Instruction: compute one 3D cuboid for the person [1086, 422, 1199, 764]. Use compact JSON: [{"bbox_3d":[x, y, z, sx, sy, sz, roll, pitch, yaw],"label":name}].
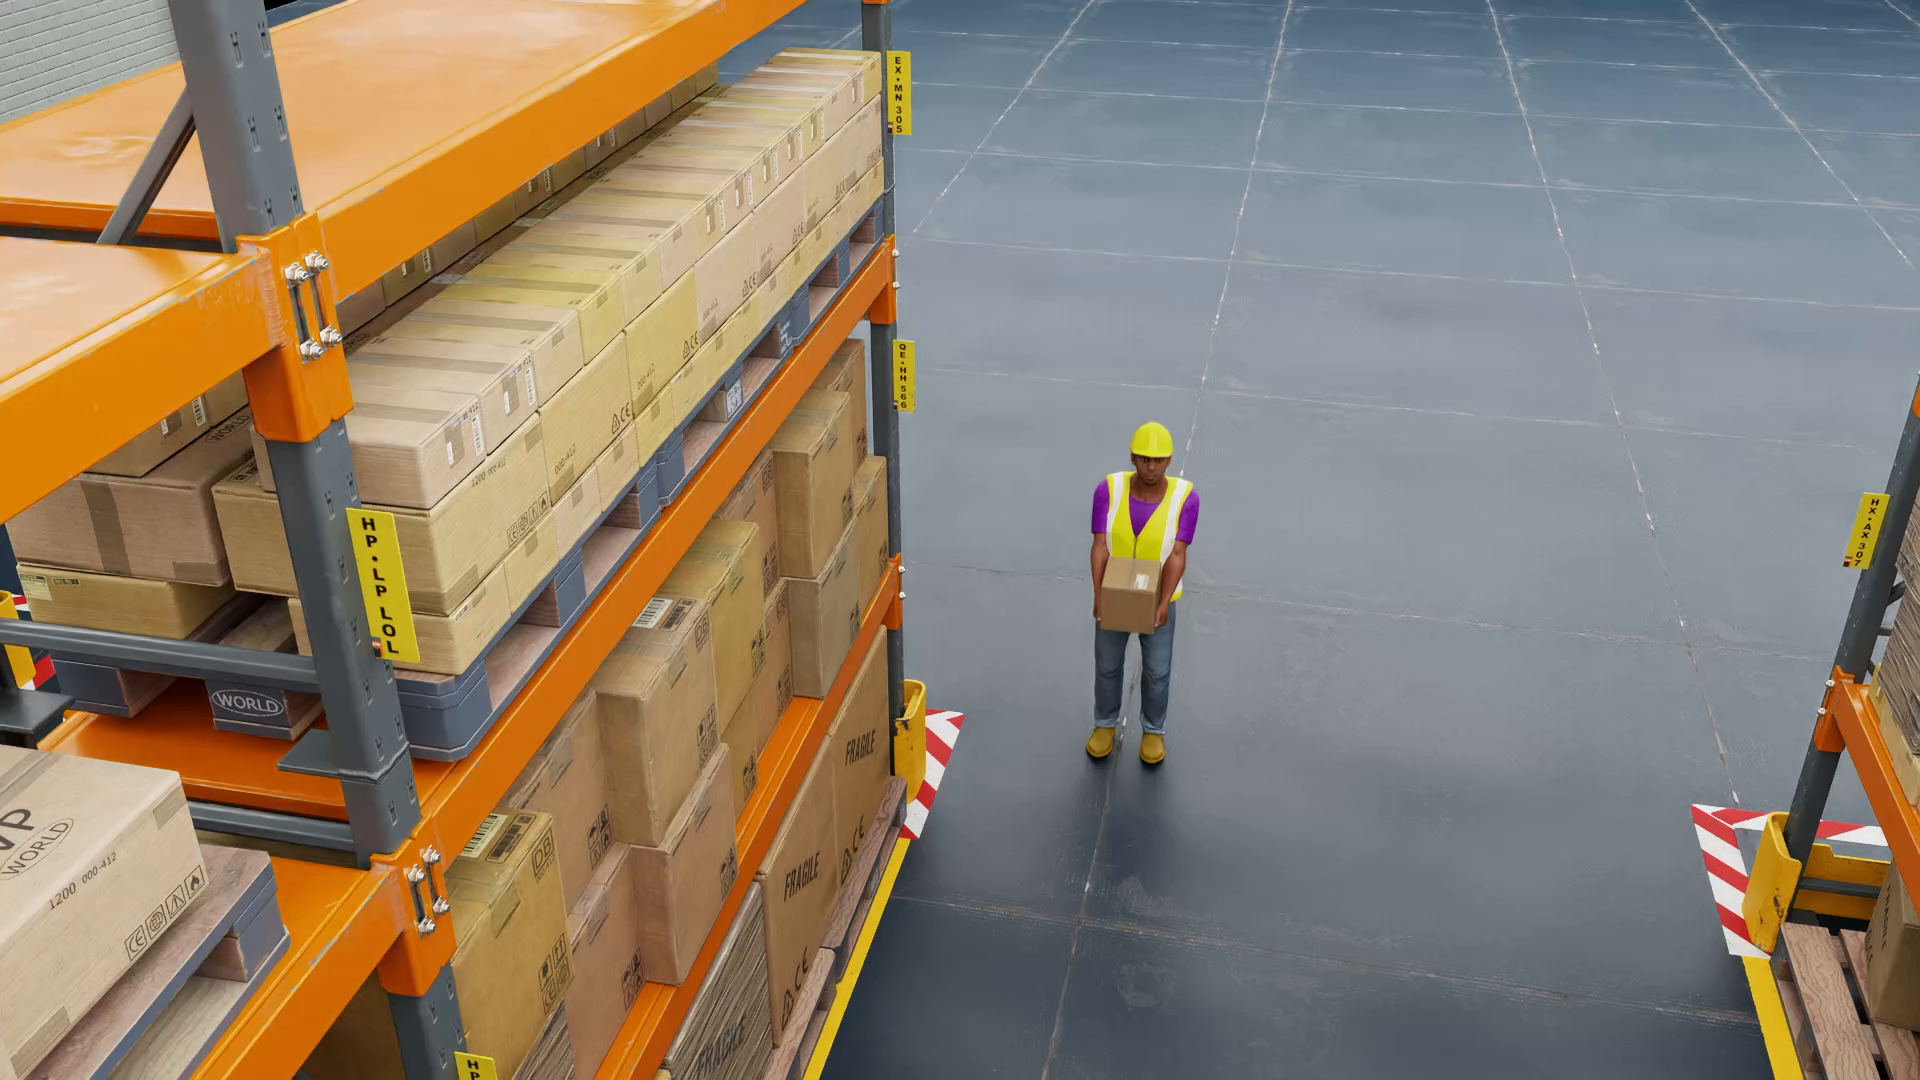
[{"bbox_3d":[0.857,0.309,8.037,0.502,1.761,0.577,6,29,11],"label":"person"}]
